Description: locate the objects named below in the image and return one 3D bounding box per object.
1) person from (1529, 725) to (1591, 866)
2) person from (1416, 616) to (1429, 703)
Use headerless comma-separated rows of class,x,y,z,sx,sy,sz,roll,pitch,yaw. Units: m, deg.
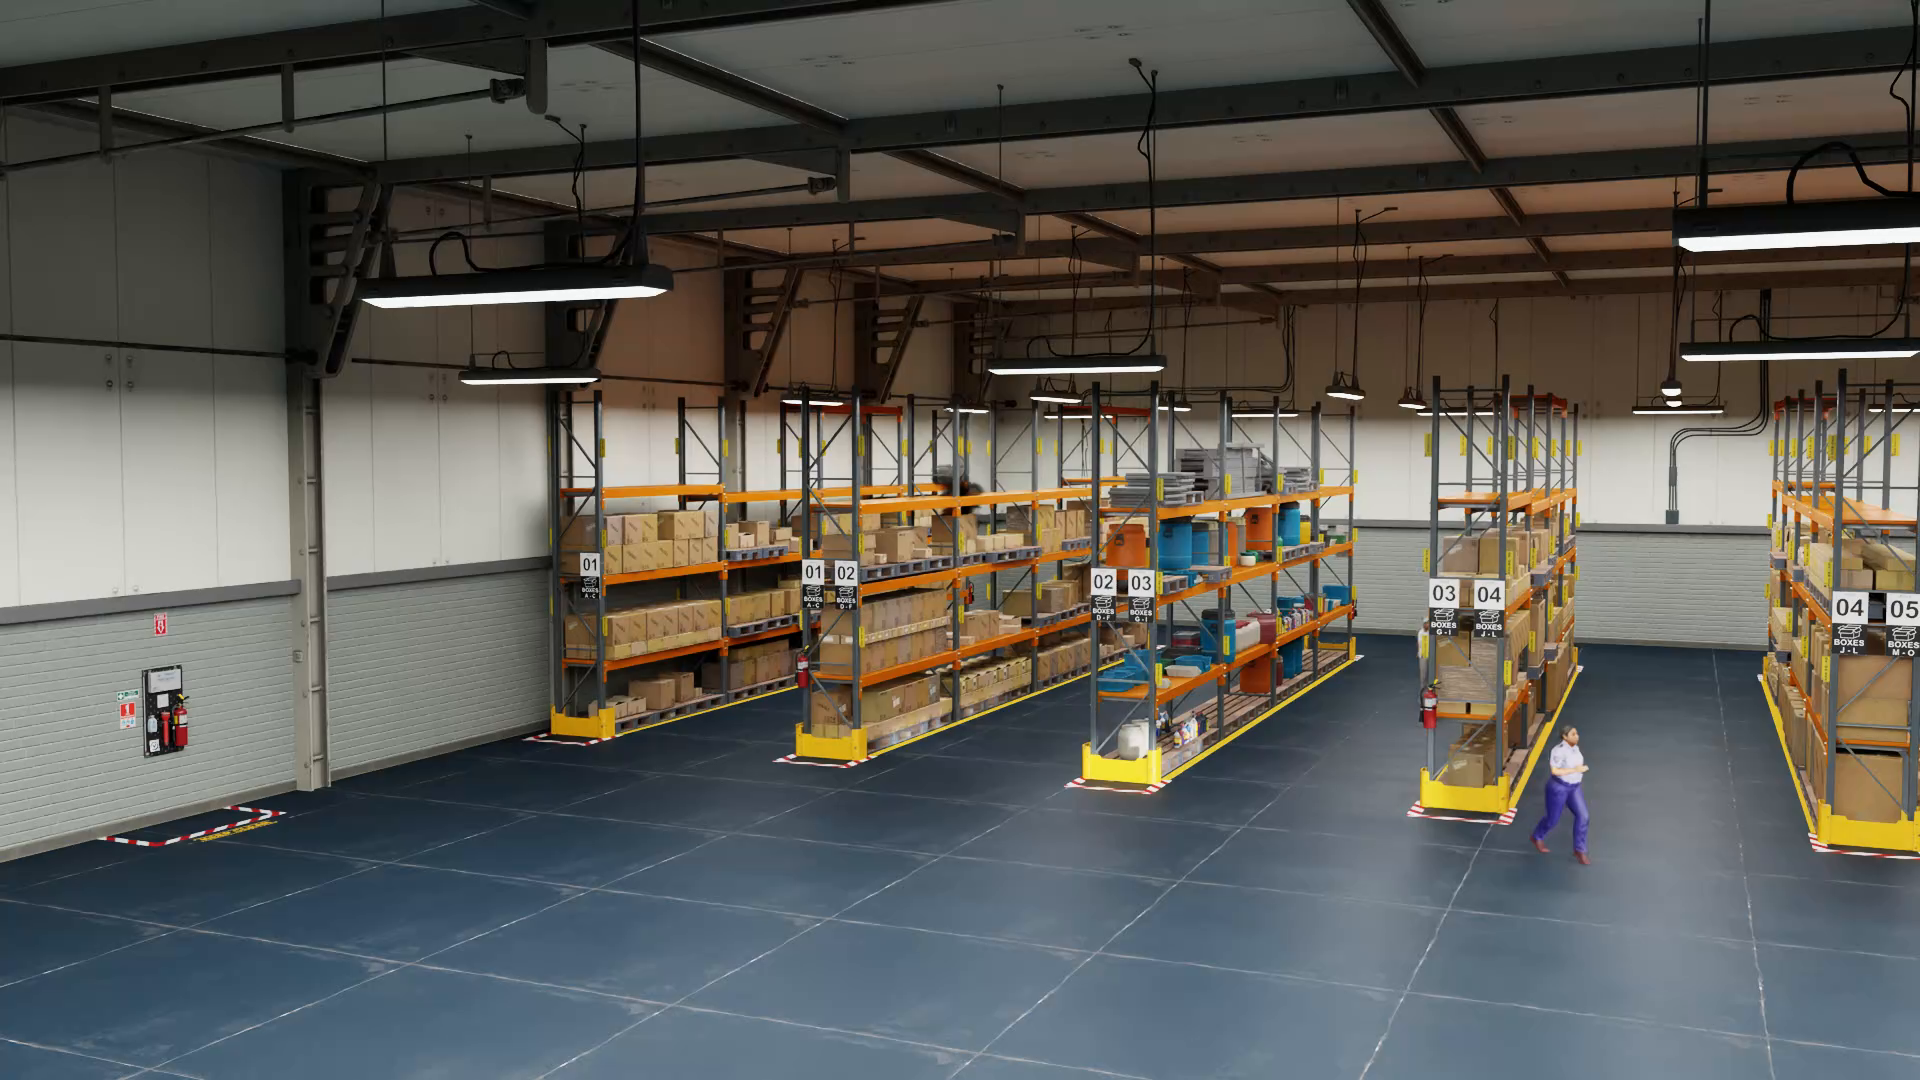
person,7.294,3.093,20.209,0.591,1.707,0.838,-2,4,-29
person,9.216,2.329,32.659,0.573,1.696,0.838,2,4,32
